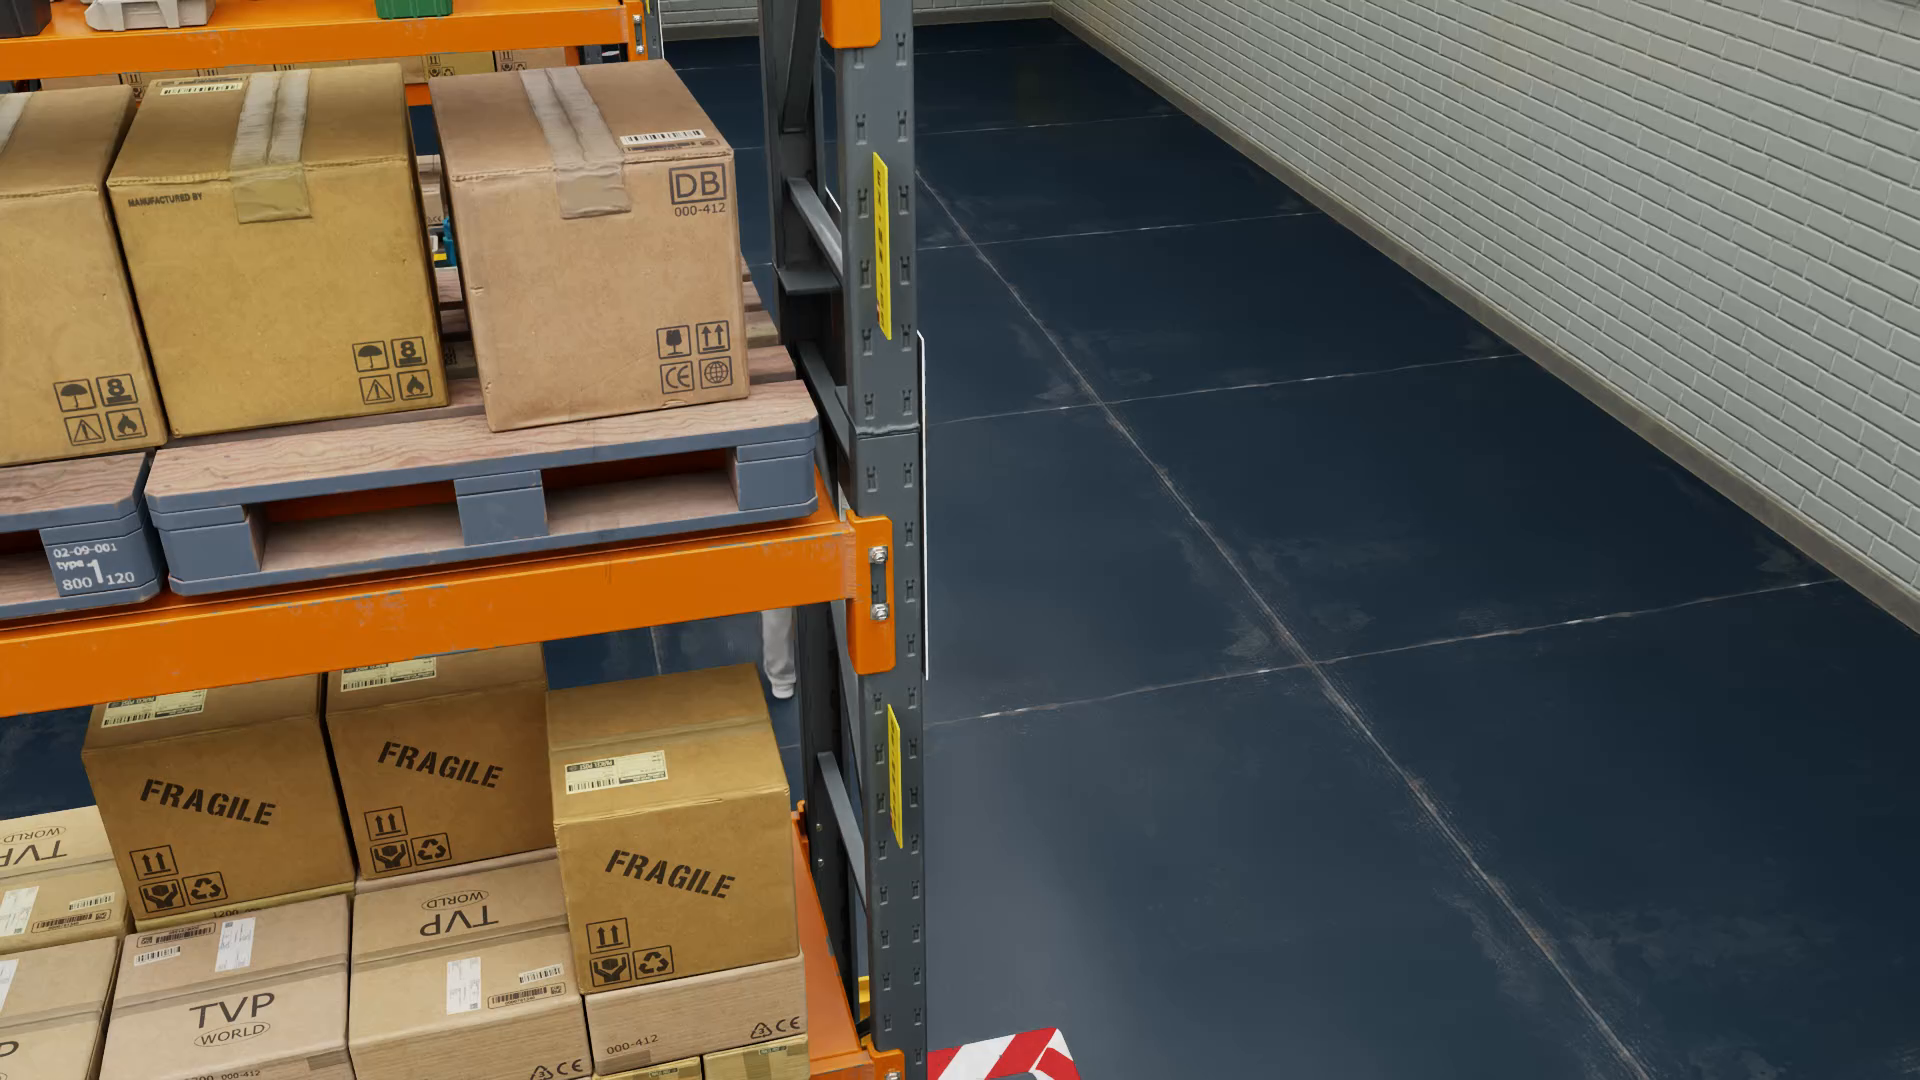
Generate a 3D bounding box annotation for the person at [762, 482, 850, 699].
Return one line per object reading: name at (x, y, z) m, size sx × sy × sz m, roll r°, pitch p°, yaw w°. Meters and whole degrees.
person at (-0.721, -0.081, 7.329) m, size 0.592 × 1.826 × 0.522 m, roll -7°, pitch 31°, yaw -12°
